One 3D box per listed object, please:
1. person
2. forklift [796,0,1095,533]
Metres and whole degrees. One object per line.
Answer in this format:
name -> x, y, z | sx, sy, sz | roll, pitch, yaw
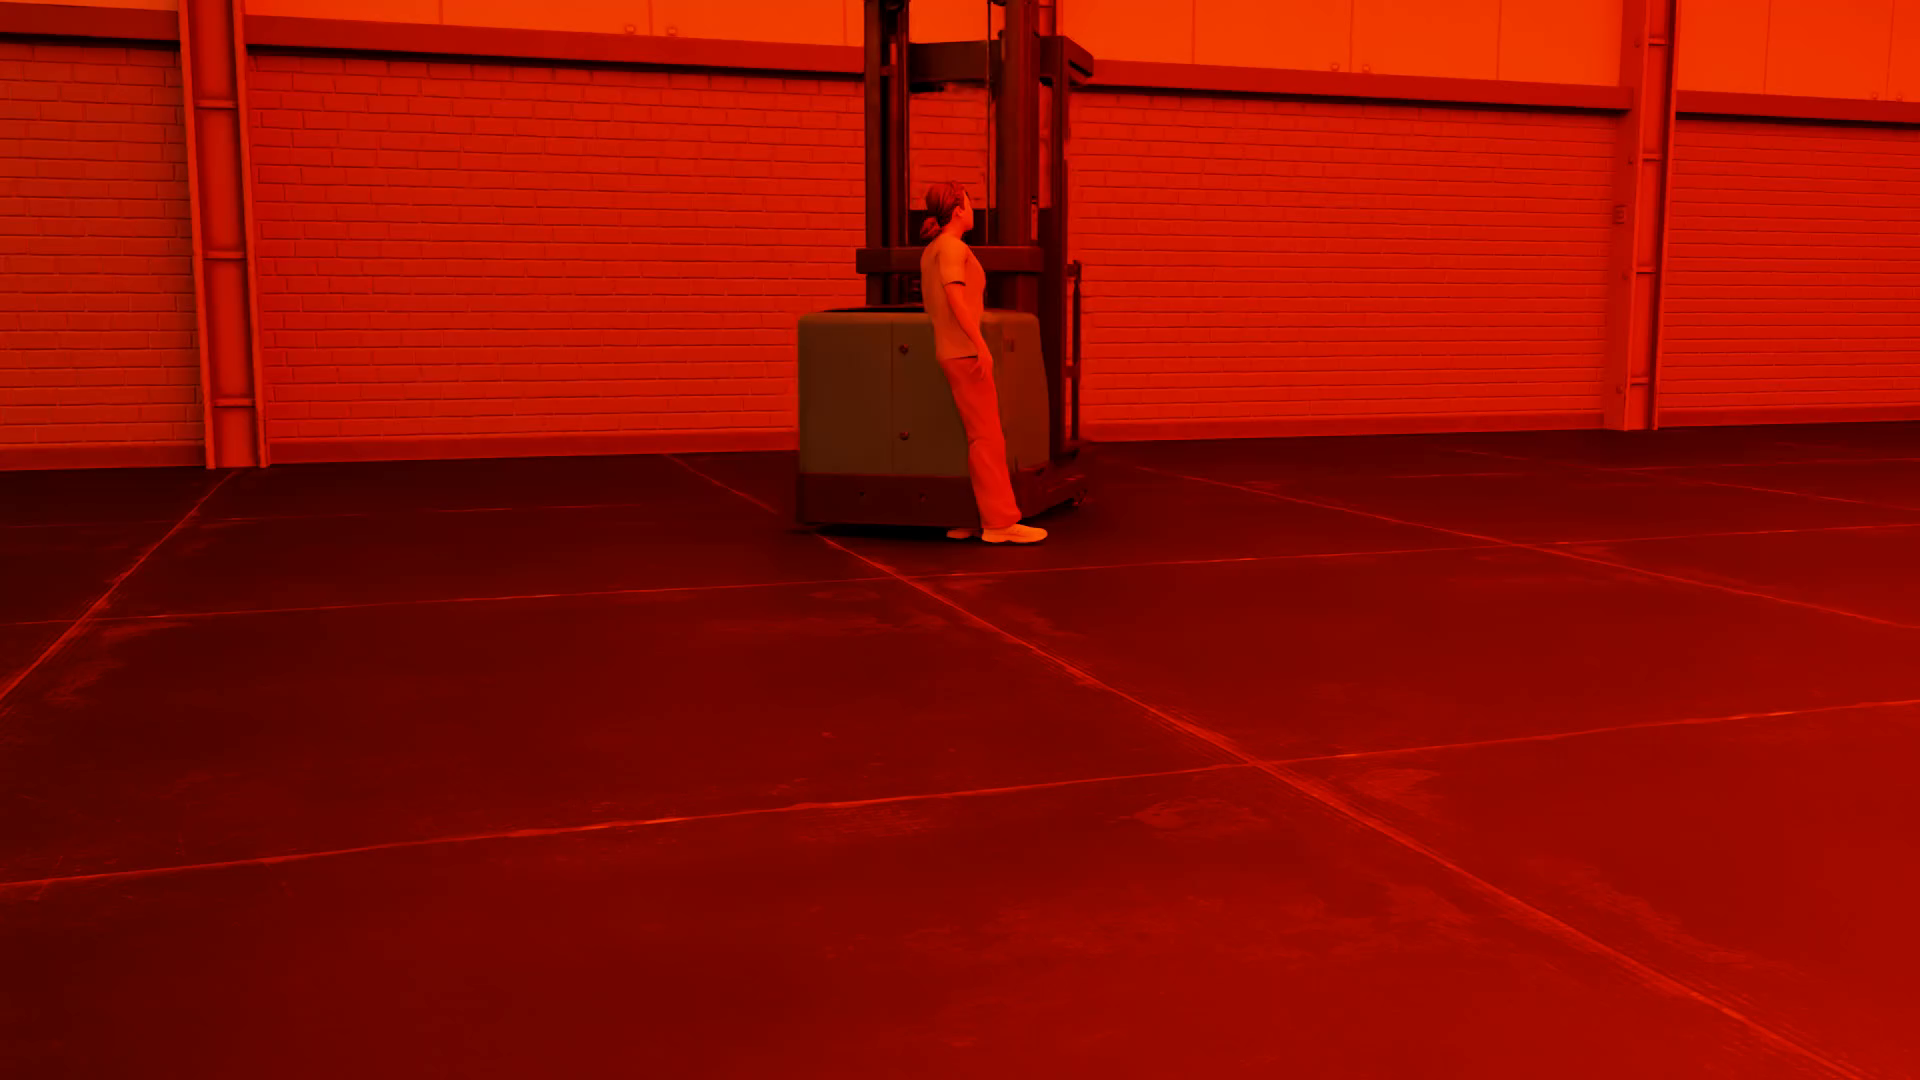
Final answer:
person -> 0.074, -0.839, 7.822 | 0.548, 1.673, 0.553 | -3, 8, -18
forklift -> 0.107, -1.646, 9.154 | 1.130, 2.935, 3.031 | 2, 8, 16
